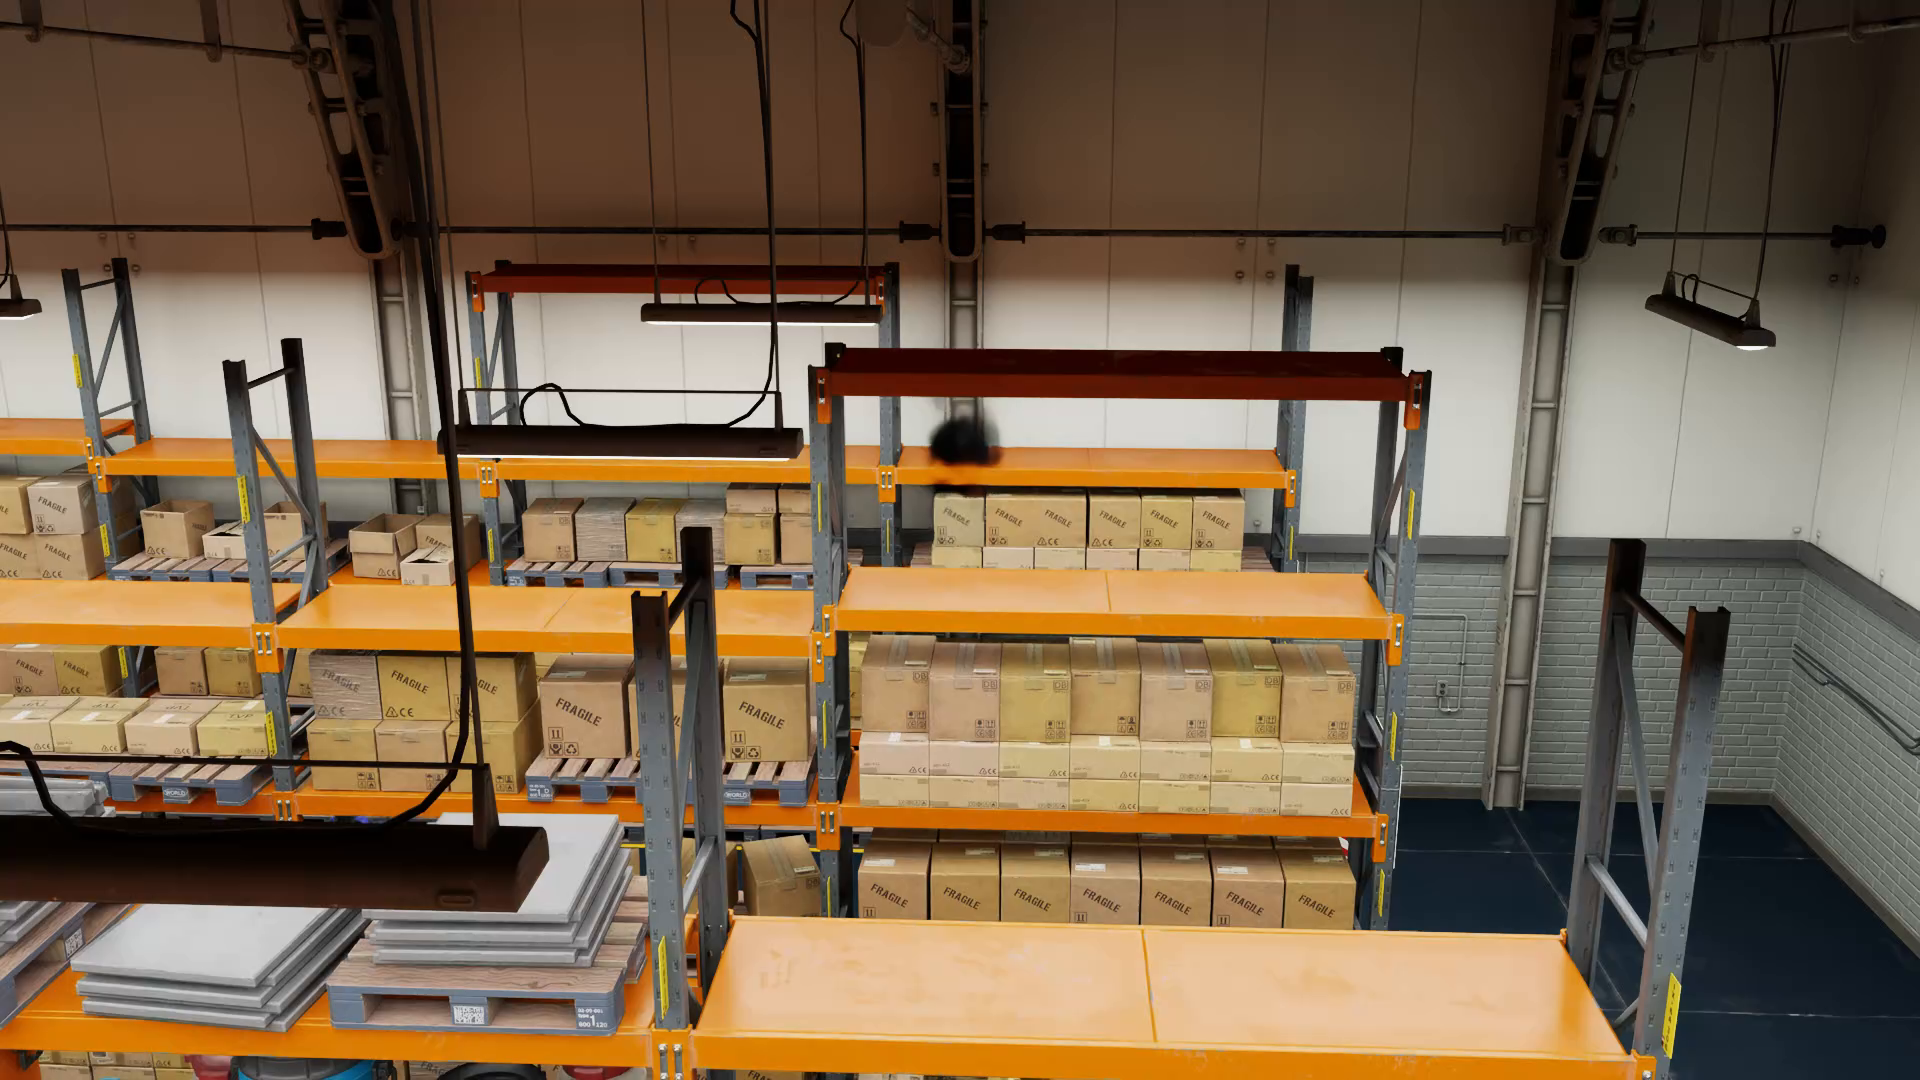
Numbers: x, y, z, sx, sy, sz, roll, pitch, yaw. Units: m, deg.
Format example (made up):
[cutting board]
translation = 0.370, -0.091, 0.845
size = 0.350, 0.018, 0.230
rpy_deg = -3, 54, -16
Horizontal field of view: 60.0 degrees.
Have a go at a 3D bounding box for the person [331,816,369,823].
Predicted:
[person]
translation = -5.583, 2.976, 15.330
size = 0.883, 1.678, 0.574
rpy_deg = -3, 16, -10
